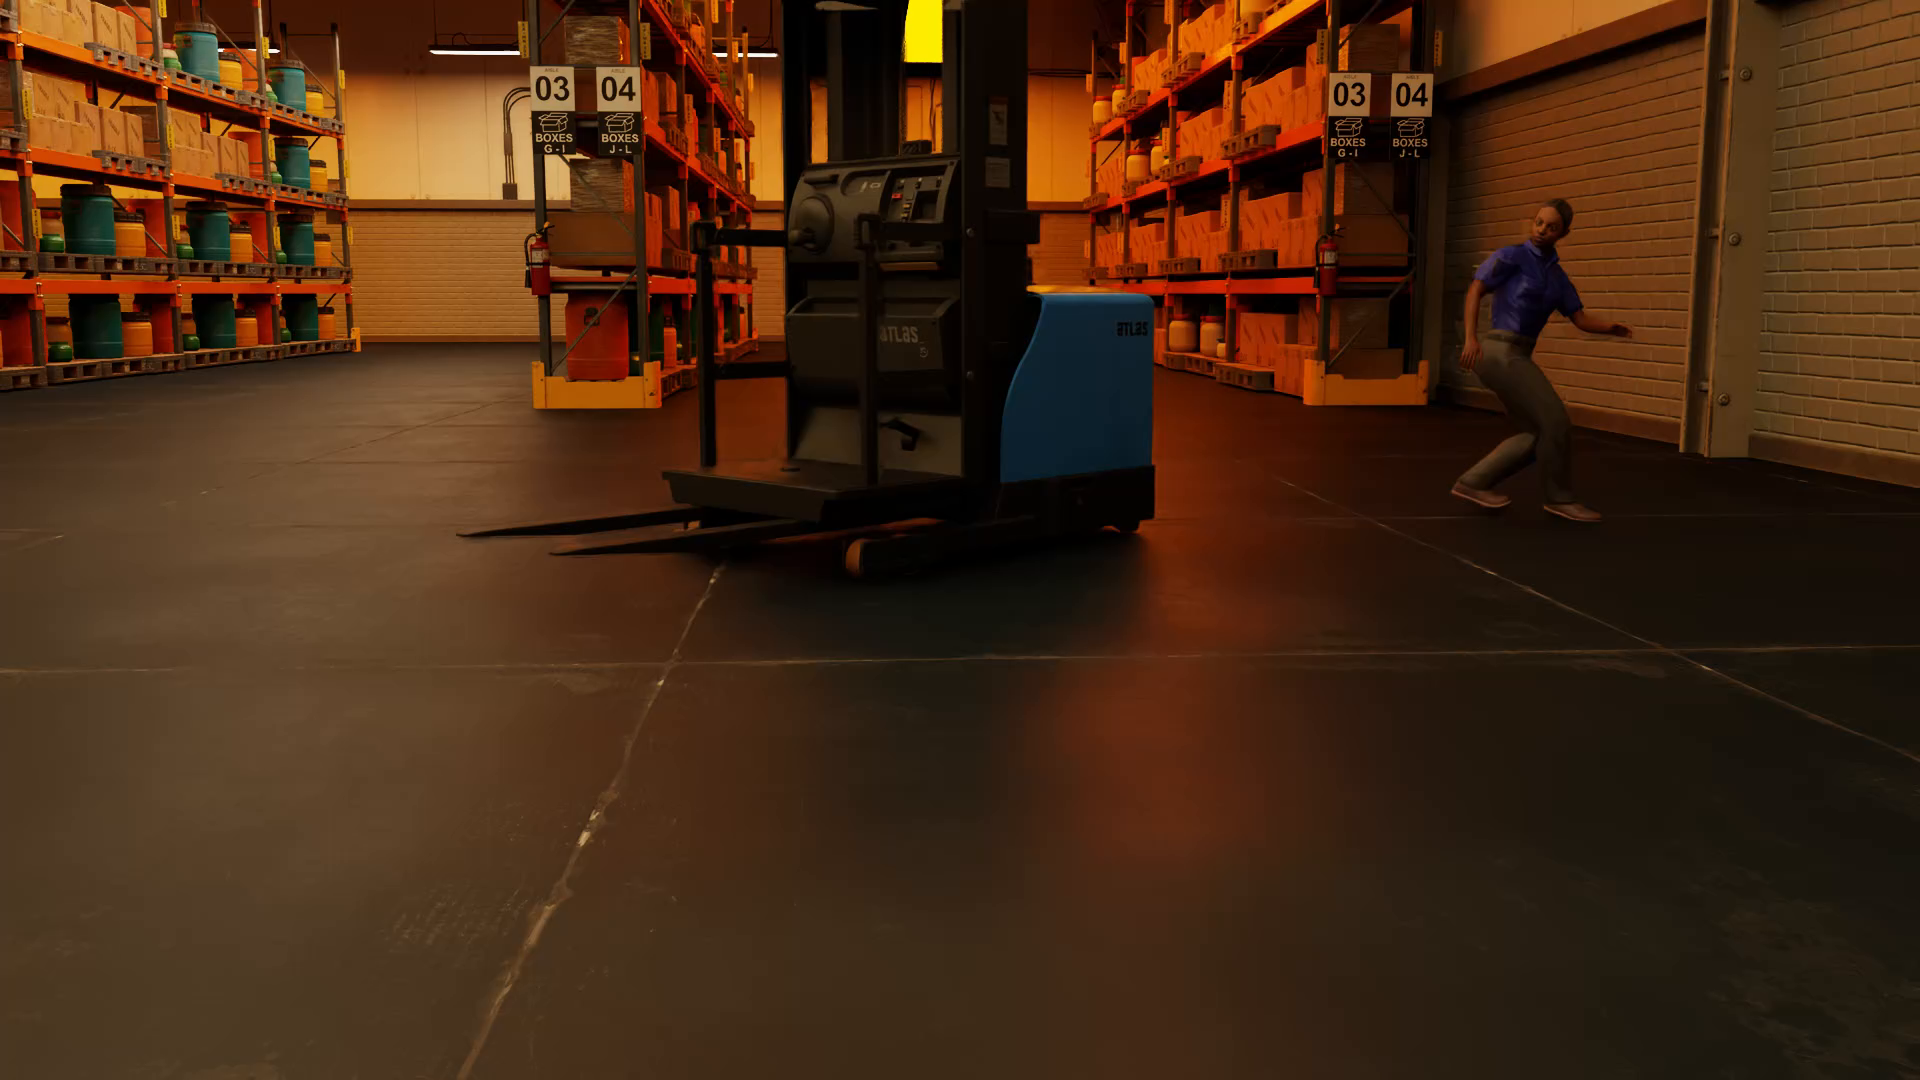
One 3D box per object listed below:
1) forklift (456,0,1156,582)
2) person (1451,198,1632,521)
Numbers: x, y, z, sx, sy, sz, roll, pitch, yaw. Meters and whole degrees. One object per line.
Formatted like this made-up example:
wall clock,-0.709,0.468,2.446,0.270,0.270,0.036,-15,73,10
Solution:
forklift,-0.509,-1.377,6.607,1.130,2.935,3.031,8,12,44
person,2.726,-0.839,7.865,0.808,1.539,0.757,6,11,37
